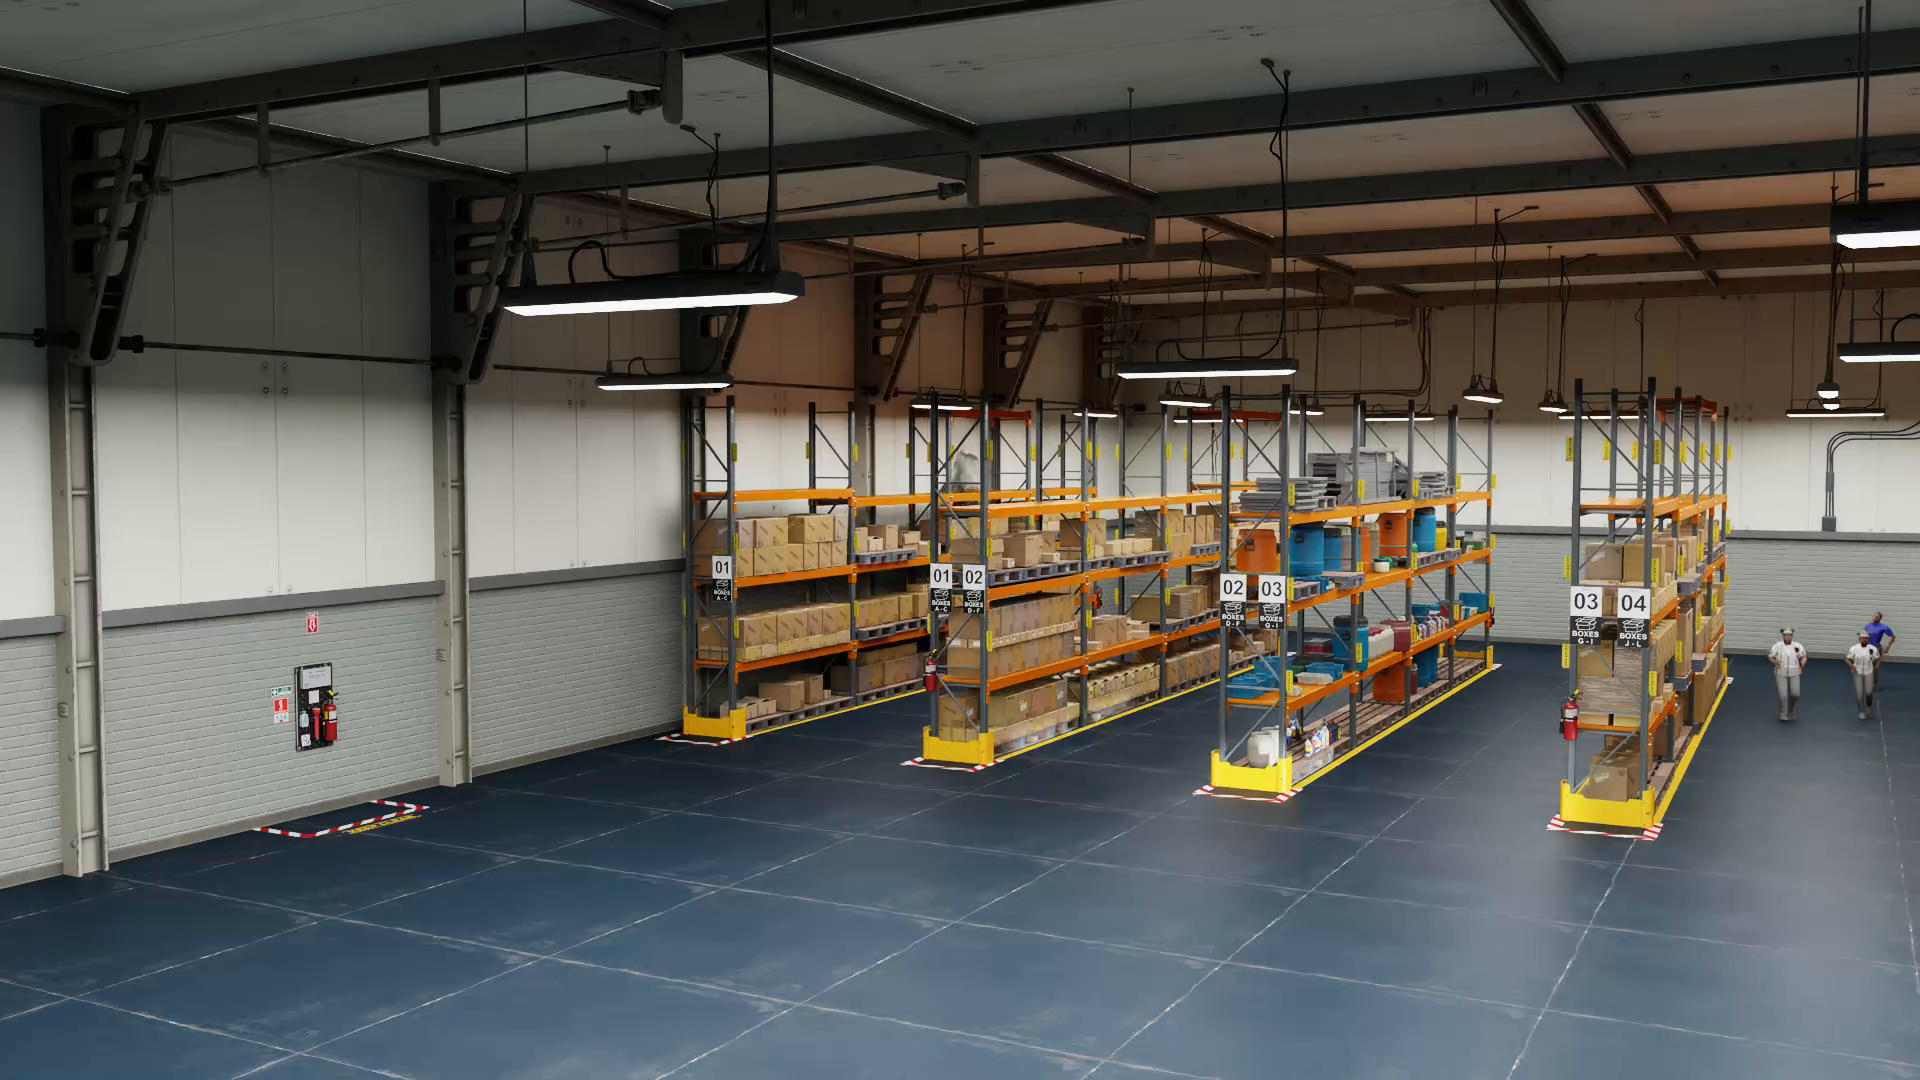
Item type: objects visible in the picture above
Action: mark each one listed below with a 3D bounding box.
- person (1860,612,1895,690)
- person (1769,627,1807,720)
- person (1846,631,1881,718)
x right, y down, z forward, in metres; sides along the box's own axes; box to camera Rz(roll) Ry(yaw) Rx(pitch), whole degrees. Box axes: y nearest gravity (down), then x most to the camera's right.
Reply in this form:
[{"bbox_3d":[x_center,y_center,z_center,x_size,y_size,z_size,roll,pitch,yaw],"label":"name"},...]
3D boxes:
[{"bbox_3d":[19.253,2.349,34.988,0.690,1.670,0.640,-1,3,-21],"label":"person"},{"bbox_3d":[15.405,2.495,30.937,0.650,1.745,0.602,1,3,22],"label":"person"},{"bbox_3d":[16.980,2.528,31.269,0.580,1.665,0.523,2,3,30],"label":"person"}]
